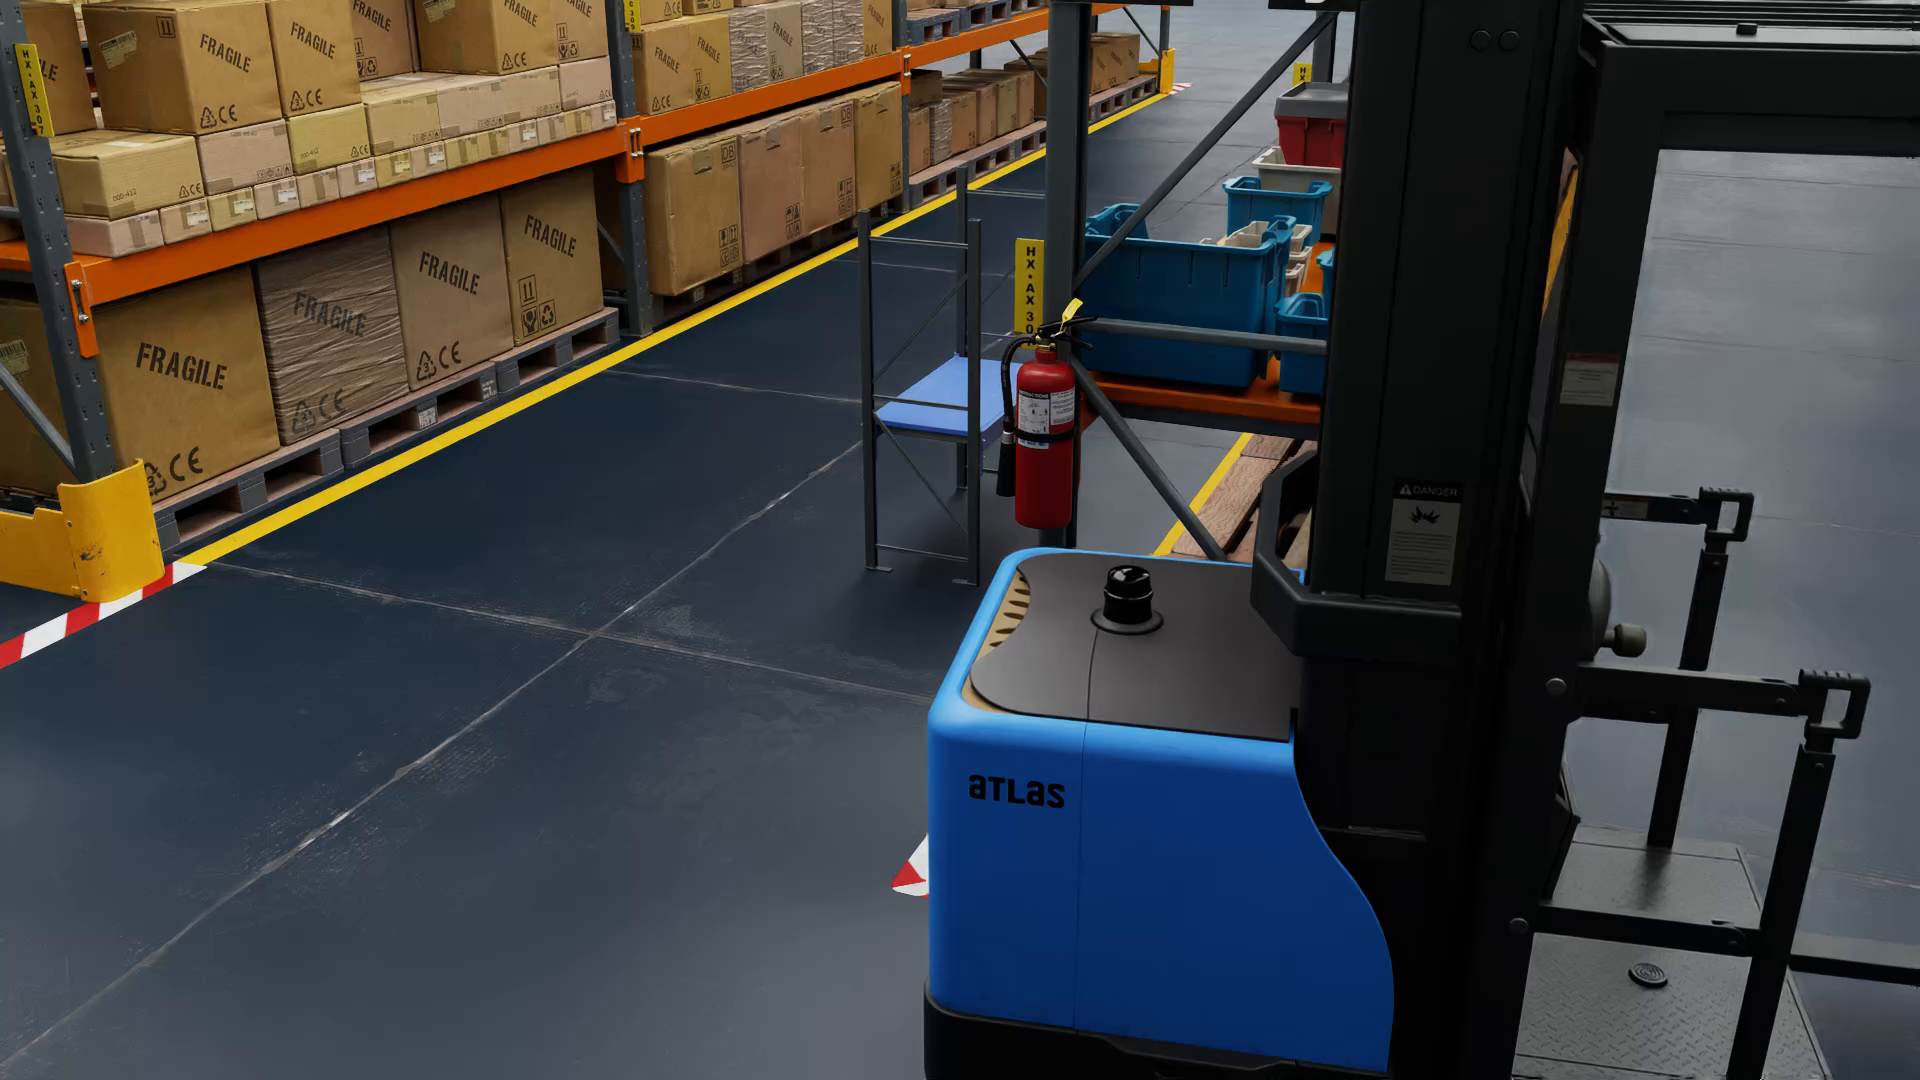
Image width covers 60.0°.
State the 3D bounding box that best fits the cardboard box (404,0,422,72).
[{"bbox_3d":[-2.993,-2.812,8.927,0.500,0.500,0.500,9,24,20],"label":"cardboard box"}]

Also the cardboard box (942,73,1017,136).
[{"bbox_3d":[0.141,-4.236,16.172,0.700,0.500,0.500,9,24,20],"label":"cardboard box"}]

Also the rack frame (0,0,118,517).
[{"bbox_3d":[-3.874,-1.277,6.415,1.000,3.000,0.127,9,24,20],"label":"rack frame"}]

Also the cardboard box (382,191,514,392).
[{"bbox_3d":[-3.042,-1.375,8.861,0.875,0.875,0.875,9,24,20],"label":"cardboard box"}]

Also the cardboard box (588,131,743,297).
[{"bbox_3d":[-2.169,-2.154,10.726,1.225,0.875,0.875,9,24,20],"label":"cardboard box"}]

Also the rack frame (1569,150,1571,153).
[{"bbox_3d":[5.182,-4.862,14.998,1.000,3.000,0.127,9,24,20],"label":"rack frame"}]

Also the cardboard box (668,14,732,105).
[{"bbox_3d":[-1.799,-3.063,10.562,0.500,0.500,0.500,9,24,20],"label":"cardboard box"}]

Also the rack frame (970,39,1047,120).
[{"bbox_3d":[0.584,-5.571,16.696,1.000,3.000,0.127,9,24,20],"label":"rack frame"}]

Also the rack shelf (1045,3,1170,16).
[{"bbox_3d":[1.327,-5.955,18.548,1.077,0.370,4.000,9,24,20],"label":"rack shelf"}]

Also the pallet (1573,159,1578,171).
[{"bbox_3d":[5.470,-3.810,16.097,1.003,0.211,1.213,9,24,20],"label":"pallet"}]

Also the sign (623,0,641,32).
[{"bbox_3d":[-1.872,-3.065,9.471,0.100,0.325,0.005,9,24,20],"label":"sign"}]

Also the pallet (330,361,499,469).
[{"bbox_3d":[-3.195,-0.723,8.706,1.003,0.211,1.213,9,24,20],"label":"pallet"}]

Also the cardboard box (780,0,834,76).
[{"bbox_3d":[-1.236,-3.610,11.871,0.500,0.500,0.500,8,24,18],"label":"cardboard box"}]

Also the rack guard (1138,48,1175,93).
[{"bbox_3d":[2.041,-5.822,20.539,1.175,0.500,0.348,9,24,20],"label":"rack guard"}]

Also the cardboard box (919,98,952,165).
[{"bbox_3d":[-0.478,-3.632,14.726,0.700,0.500,0.500,7,24,16],"label":"cardboard box"}]

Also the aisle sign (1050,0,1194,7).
[{"bbox_3d":[0.426,-1.783,4.255,0.394,0.787,0.004,9,24,20],"label":"aisle sign"}]

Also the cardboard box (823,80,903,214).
[{"bbox_3d":[-1.178,-3.109,13.013,1.225,0.875,0.875,8,24,18],"label":"cardboard box"}]

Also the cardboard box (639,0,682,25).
[{"bbox_3d":[-2.158,-3.447,10.179,0.797,0.503,0.637,8,24,19],"label":"cardboard box"}]

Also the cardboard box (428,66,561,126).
[{"bbox_3d":[-2.498,-2.395,8.901,0.500,0.250,0.500,10,24,22],"label":"cardboard box"}]

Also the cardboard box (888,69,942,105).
[{"bbox_3d":[-0.493,-3.971,14.563,0.500,0.250,0.500,12,25,26],"label":"cardboard box"}]

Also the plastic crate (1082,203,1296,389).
[{"bbox_3d":[0.676,-0.758,5.050,0.616,0.435,0.499,9,24,20],"label":"plastic crate"}]

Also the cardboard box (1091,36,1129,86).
[{"bbox_3d":[1.632,-5.603,19.470,0.500,0.500,0.500,16,28,34],"label":"cardboard box"}]

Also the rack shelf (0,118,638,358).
[{"bbox_3d":[-3.131,-1.661,8.267,1.077,0.370,4.000,9,24,20],"label":"rack shelf"}]

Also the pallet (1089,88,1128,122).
[{"bbox_3d":[1.252,-4.968,18.869,1.003,0.211,1.213,9,24,20],"label":"pallet"}]

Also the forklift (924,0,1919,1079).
[{"bbox_3d":[1.486,-0.053,3.573,3.031,2.935,1.130,5,23,11],"label":"forklift"}]

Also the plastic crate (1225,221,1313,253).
[{"bbox_3d":[1.154,-1.105,6.268,0.298,0.136,0.250,9,24,20],"label":"plastic crate"}]

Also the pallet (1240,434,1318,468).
[{"bbox_3d":[1.974,-0.444,8.039,1.003,0.211,1.213,9,24,20],"label":"pallet"}]

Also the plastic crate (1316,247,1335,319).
[{"bbox_3d":[1.367,-0.795,5.401,0.416,0.233,0.300,9,24,20],"label":"plastic crate"}]

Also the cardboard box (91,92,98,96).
[{"bbox_3d":[-9.617,-5.006,18.207,0.950,0.372,0.625,8,24,19],"label":"cardboard box"}]

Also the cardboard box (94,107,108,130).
[{"bbox_3d":[-3.751,-1.738,7.327,0.500,0.250,0.500,8,24,19],"label":"cardboard box"}]

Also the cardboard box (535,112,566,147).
[{"bbox_3d":[-2.388,-2.252,9.076,0.380,0.149,0.250,8,24,19],"label":"cardboard box"}]

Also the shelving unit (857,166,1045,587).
[{"bbox_3d":[0.032,-0.723,7.034,0.538,1.500,1.048,9,24,20],"label":"shelving unit"}]

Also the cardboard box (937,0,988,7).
[{"bbox_3d":[-0.066,-4.831,14.574,0.500,0.250,0.500,8,24,19],"label":"cardboard box"}]

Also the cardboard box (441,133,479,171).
[{"bbox_3d":[-2.674,-1.976,8.416,0.380,0.149,0.250,8,24,19],"label":"cardboard box"}]

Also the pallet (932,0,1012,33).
[{"bbox_3d":[-0.205,-4.765,15.016,1.003,0.211,1.213,9,24,20],"label":"pallet"}]

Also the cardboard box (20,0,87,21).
[{"bbox_3d":[-6.382,-3.745,11.719,0.380,0.149,0.250,9,24,21],"label":"cardboard box"}]

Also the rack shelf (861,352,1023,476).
[{"bbox_3d":[0.032,-0.557,7.103,0.538,0.185,1.000,9,24,20],"label":"rack shelf"}]

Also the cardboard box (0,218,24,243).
[{"bbox_3d":[-4.047,-1.336,6.881,0.380,0.149,0.250,9,24,21],"label":"cardboard box"}]

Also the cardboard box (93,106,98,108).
[{"bbox_3d":[-6.436,-3.068,12.427,0.500,0.250,0.500,8,24,18],"label":"cardboard box"}]

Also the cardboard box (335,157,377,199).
[{"bbox_3d":[-2.960,-1.701,7.757,0.380,0.149,0.250,8,24,19],"label":"cardboard box"}]

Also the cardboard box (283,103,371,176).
[{"bbox_3d":[-3.068,-1.844,7.582,0.500,0.250,0.500,8,24,18],"label":"cardboard box"}]

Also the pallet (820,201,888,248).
[{"bbox_3d":[-1.265,-2.582,13.157,1.003,0.211,1.213,9,24,20],"label":"pallet"}]

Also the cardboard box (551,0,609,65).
[{"bbox_3d":[-2.310,-2.920,9.184,0.500,0.500,0.500,10,24,22],"label":"cardboard box"}]

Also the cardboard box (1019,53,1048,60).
[{"bbox_3d":[0.975,-4.955,17.919,0.500,0.500,0.500,18,29,37],"label":"cardboard box"}]

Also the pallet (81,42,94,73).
[{"bbox_3d":[-6.536,-3.619,12.270,1.003,0.211,1.213,9,24,20],"label":"pallet"}]

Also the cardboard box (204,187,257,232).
[{"bbox_3d":[-3.247,-1.424,7.094,0.380,0.149,0.250,8,24,19],"label":"cardboard box"}]

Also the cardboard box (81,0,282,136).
[{"bbox_3d":[-3.259,-2.003,6.989,0.500,0.500,0.500,8,24,19],"label":"cardboard box"}]
